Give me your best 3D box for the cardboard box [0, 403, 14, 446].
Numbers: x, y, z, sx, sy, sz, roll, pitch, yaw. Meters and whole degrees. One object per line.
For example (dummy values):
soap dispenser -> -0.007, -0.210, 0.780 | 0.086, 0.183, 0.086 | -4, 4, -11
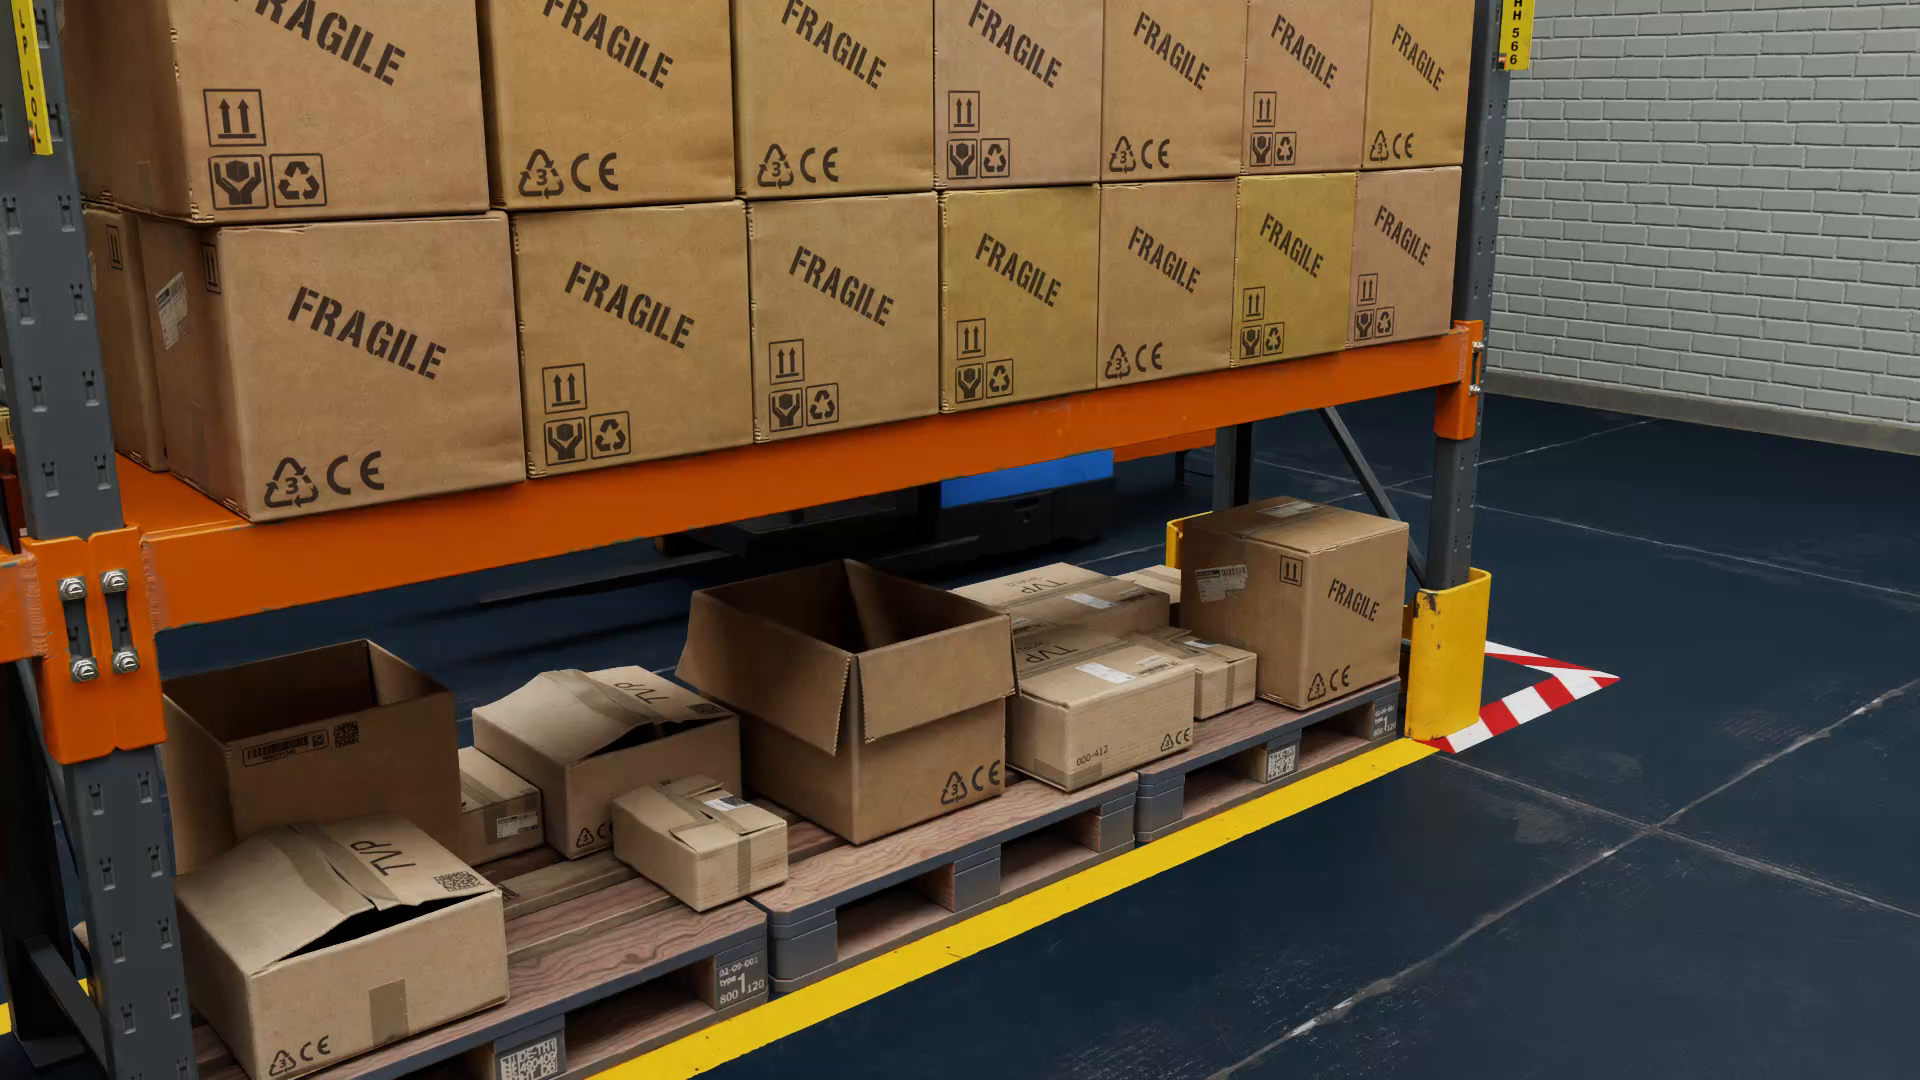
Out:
cardboard box -> -4.346, -0.341, 7.244 | 0.500, 0.500, 0.700 | -12, 19, -39

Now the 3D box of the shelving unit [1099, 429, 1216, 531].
shelving unit -> 0.912, -0.720, 8.268 | 1.048, 1.125, 0.538 | -11, 19, -37

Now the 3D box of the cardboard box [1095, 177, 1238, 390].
cardboard box -> 0.366, -0.700, 4.366 | 0.500, 0.500, 0.500 | -12, 19, -39

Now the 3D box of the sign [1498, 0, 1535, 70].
sign -> 1.643, -1.554, 4.897 | 0.005, 0.325, 0.100 | -13, 19, -39

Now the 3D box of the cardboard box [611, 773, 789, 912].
cardboard box -> -0.619, 0.704, 3.941 | 0.250, 0.166, 0.380 | -13, 19, -39

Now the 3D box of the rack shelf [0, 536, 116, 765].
rack shelf -> -3.232, 0.411, 1.792 | 4.000, 0.370, 1.077 | -13, 19, -39

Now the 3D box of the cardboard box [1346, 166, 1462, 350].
cardboard box -> 1.135, -0.872, 5.010 | 0.500, 0.500, 0.500 | -12, 19, -38

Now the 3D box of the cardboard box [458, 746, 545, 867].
cardboard box -> -1.236, 0.663, 4.129 | 0.250, 0.149, 0.380 | -13, 19, -39

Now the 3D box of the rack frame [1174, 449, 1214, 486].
rack frame -> 1.312, -0.801, 8.570 | 0.032, 1.125, 0.500 | -11, 19, -37

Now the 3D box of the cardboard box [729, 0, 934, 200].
cardboard box -> -0.406, -1.006, 3.573 | 0.500, 0.500, 0.500 | -13, 20, -41

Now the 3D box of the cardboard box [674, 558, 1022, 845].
cardboard box -> -0.309, 0.399, 4.429 | 0.637, 0.503, 0.797 | -13, 19, -39

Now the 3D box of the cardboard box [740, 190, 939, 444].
cardboard box -> -0.397, -0.529, 3.722 | 0.500, 0.500, 0.500 | -13, 20, -40

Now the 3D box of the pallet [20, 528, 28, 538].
pallet -> -4.353, -0.005, 7.361 | 1.213, 0.211, 1.003 | -13, 19, -39

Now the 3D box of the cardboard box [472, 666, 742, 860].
cardboard box -> -0.914, 0.532, 4.302 | 0.500, 0.311, 0.500 | -13, 19, -39

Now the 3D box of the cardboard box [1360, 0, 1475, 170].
cardboard box -> 1.139, -1.355, 4.880 | 0.500, 0.500, 0.500 | -13, 20, -40

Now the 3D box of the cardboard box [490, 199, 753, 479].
cardboard box -> -0.776, -0.444, 3.407 | 0.500, 0.500, 0.500 | -12, 19, -38

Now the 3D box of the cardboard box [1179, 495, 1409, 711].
cardboard box -> 1.046, 0.182, 5.246 | 0.500, 0.500, 0.500 | -13, 19, -39

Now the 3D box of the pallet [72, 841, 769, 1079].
pallet -> -1.205, 0.956, 3.763 | 1.213, 0.211, 1.003 | -13, 19, -39

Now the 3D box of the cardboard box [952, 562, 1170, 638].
cardboard box -> 0.321, 0.285, 5.348 | 0.500, 0.250, 0.500 | -13, 19, -39

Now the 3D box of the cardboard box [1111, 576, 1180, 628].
cardboard box -> 0.564, 0.250, 5.640 | 0.250, 0.166, 0.380 | -13, 19, -39

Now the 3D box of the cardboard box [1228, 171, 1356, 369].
cardboard box -> 0.746, -0.784, 4.678 | 0.500, 0.500, 0.500 | -12, 19, -39

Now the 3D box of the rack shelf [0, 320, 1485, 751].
rack shelf -> -0.215, -0.267, 4.329 | 4.000, 0.370, 1.077 | -13, 19, -39

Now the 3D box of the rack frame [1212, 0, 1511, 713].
rack frame -> 1.294, -0.953, 5.505 | 0.127, 3.000, 1.000 | -13, 19, -39

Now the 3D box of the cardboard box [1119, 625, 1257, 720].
cardboard box -> 0.681, 0.395, 5.098 | 0.250, 0.166, 0.380 | -13, 19, -39

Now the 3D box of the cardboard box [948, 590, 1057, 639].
cardboard box -> -0.057, 0.369, 5.031 | 0.500, 0.250, 0.500 | -13, 19, -39

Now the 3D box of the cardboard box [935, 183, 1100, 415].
cardboard box -> -0.014, -0.615, 4.046 | 0.500, 0.500, 0.500 | -13, 20, -40

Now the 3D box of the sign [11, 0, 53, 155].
sign -> -1.356, -0.727, 2.416 | 0.005, 0.325, 0.100 | -13, 19, -39

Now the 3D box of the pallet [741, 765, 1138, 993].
pallet -> -0.284, 0.748, 4.541 | 1.213, 0.211, 1.003 | -13, 19, -39

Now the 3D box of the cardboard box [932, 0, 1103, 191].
cardboard box -> -0.017, -1.094, 3.901 | 0.500, 0.500, 0.500 | -12, 19, -38

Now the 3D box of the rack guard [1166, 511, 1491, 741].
rack guard -> 1.237, 0.268, 5.779 | 0.348, 0.500, 1.175 | -13, 19, -39

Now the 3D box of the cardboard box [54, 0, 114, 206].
cardboard box -> -1.512, -0.943, 3.335 | 0.500, 0.500, 0.500 | -13, 19, -39

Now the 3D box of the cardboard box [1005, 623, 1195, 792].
cardboard box -> 0.309, 0.458, 4.698 | 0.500, 0.250, 0.500 | -13, 19, -39

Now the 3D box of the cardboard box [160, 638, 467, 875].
cardboard box -> -1.480, 0.568, 3.802 | 0.500, 0.500, 0.500 | -13, 19, -39

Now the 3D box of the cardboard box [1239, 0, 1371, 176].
cardboard box -> 0.758, -1.270, 4.559 | 0.500, 0.500, 0.500 | -12, 19, -38

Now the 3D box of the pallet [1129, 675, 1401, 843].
pallet -> 0.636, 0.543, 5.310 | 1.213, 0.211, 1.003 | -13, 19, -39

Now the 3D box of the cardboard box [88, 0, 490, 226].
cardboard box -> -1.183, -0.832, 2.920 | 0.500, 0.500, 0.500 | -12, 19, -38

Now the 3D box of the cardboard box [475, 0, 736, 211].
cardboard box -> -0.794, -0.919, 3.247 | 0.500, 0.500, 0.500 | -13, 20, -41

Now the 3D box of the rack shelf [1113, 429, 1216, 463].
rack shelf -> 0.912, -0.484, 8.331 | 1.000, 0.278, 0.538 | -11, 19, -37

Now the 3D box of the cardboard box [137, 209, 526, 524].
cardboard box -> -1.160, -0.357, 3.080 | 0.500, 0.500, 0.500 | -12, 19, -38

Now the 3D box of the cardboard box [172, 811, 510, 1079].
cardboard box -> -1.265, 0.782, 3.367 | 0.500, 0.311, 0.500 | -13, 19, -39

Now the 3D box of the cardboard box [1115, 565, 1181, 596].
cardboard box -> 0.753, 0.216, 5.801 | 0.250, 0.149, 0.380 | -13, 19, -39

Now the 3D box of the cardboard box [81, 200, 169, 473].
cardboard box -> -1.515, -0.458, 3.459 | 0.500, 0.500, 0.500 | -12, 19, -38

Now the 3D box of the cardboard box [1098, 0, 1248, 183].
cardboard box -> 0.370, -1.181, 4.227 | 0.500, 0.500, 0.500 | -12, 19, -38

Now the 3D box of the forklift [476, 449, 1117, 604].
forklift -> -0.750, -1.281, 6.866 | 3.031, 2.935, 1.130 | -11, 19, -37

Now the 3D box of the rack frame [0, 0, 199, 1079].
rack frame -> -1.723, -0.275, 2.968 | 0.127, 3.000, 1.000 | -13, 19, -39
